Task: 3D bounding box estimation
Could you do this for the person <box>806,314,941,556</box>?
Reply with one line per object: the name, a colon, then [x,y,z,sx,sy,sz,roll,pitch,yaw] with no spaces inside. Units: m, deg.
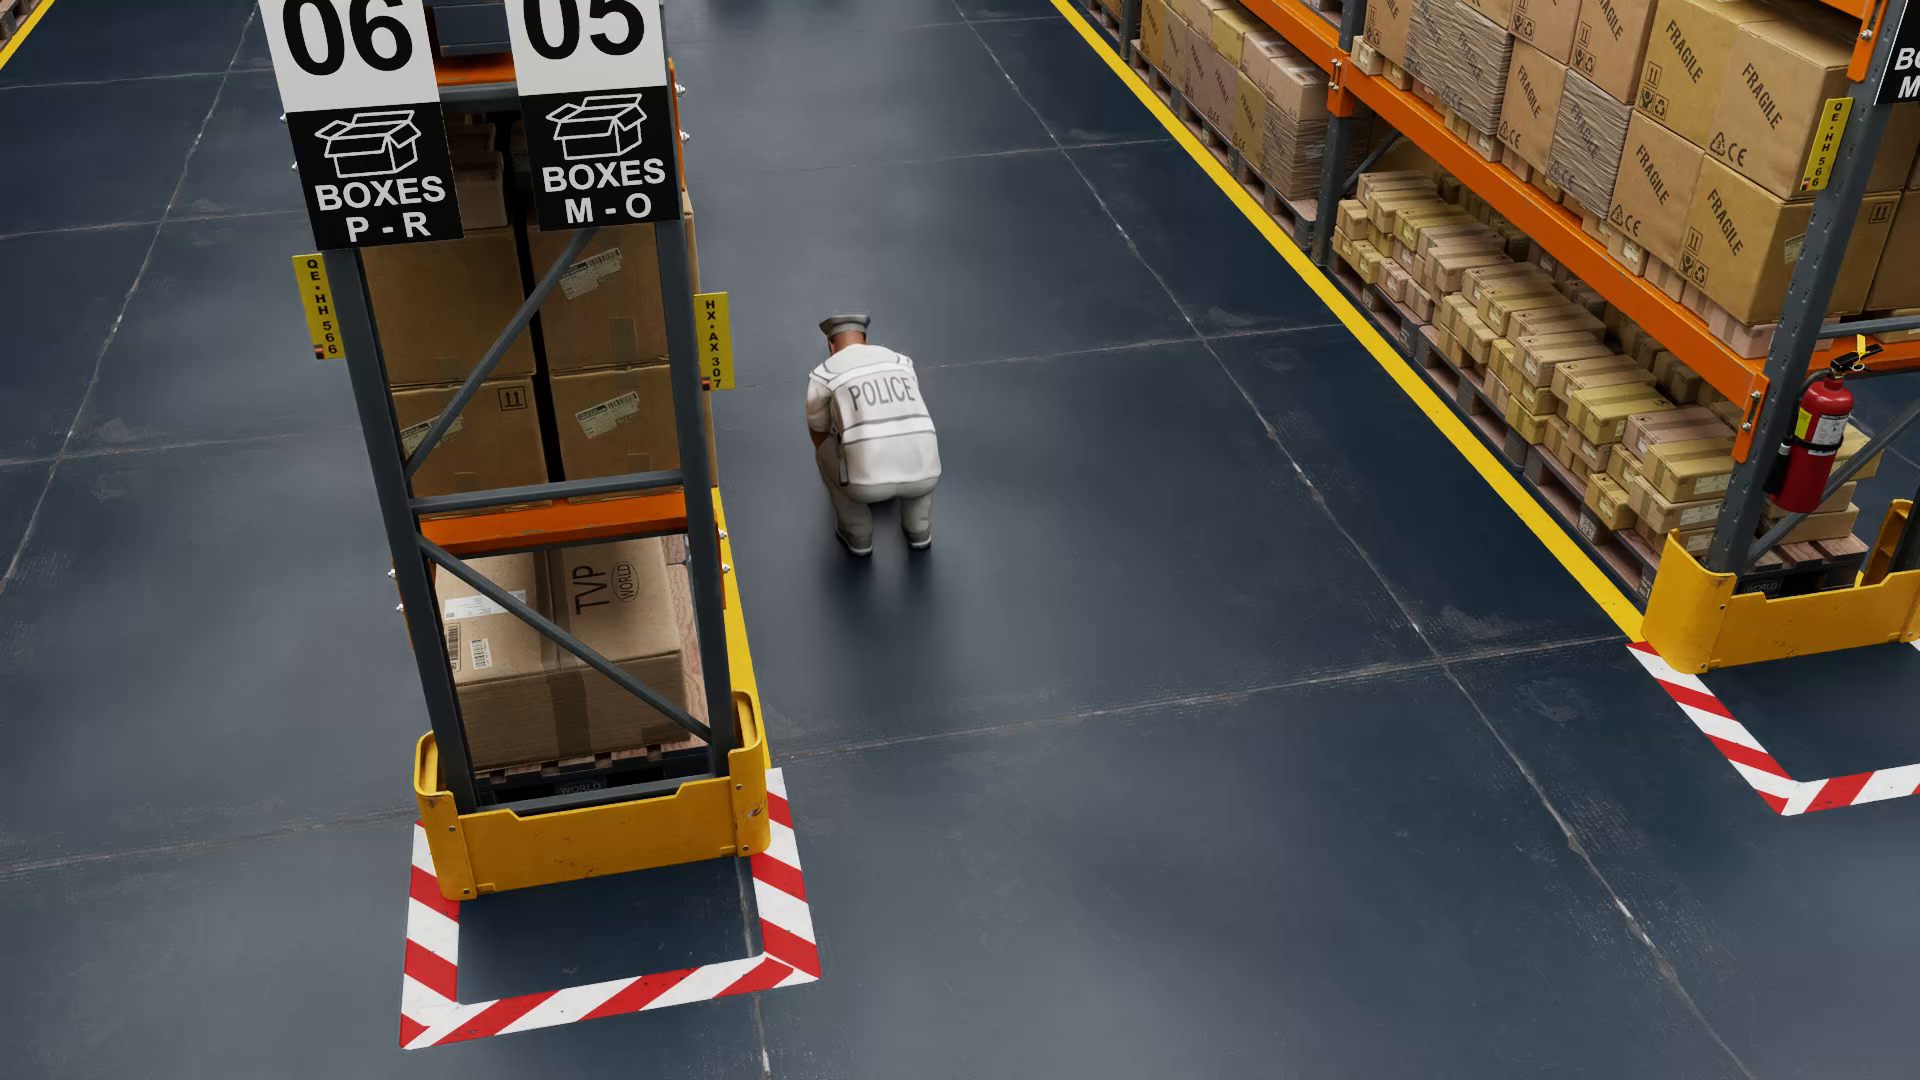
person: [-0.399,-0.478,7.586,0.565,0.925,0.954,-7,35,-10]
